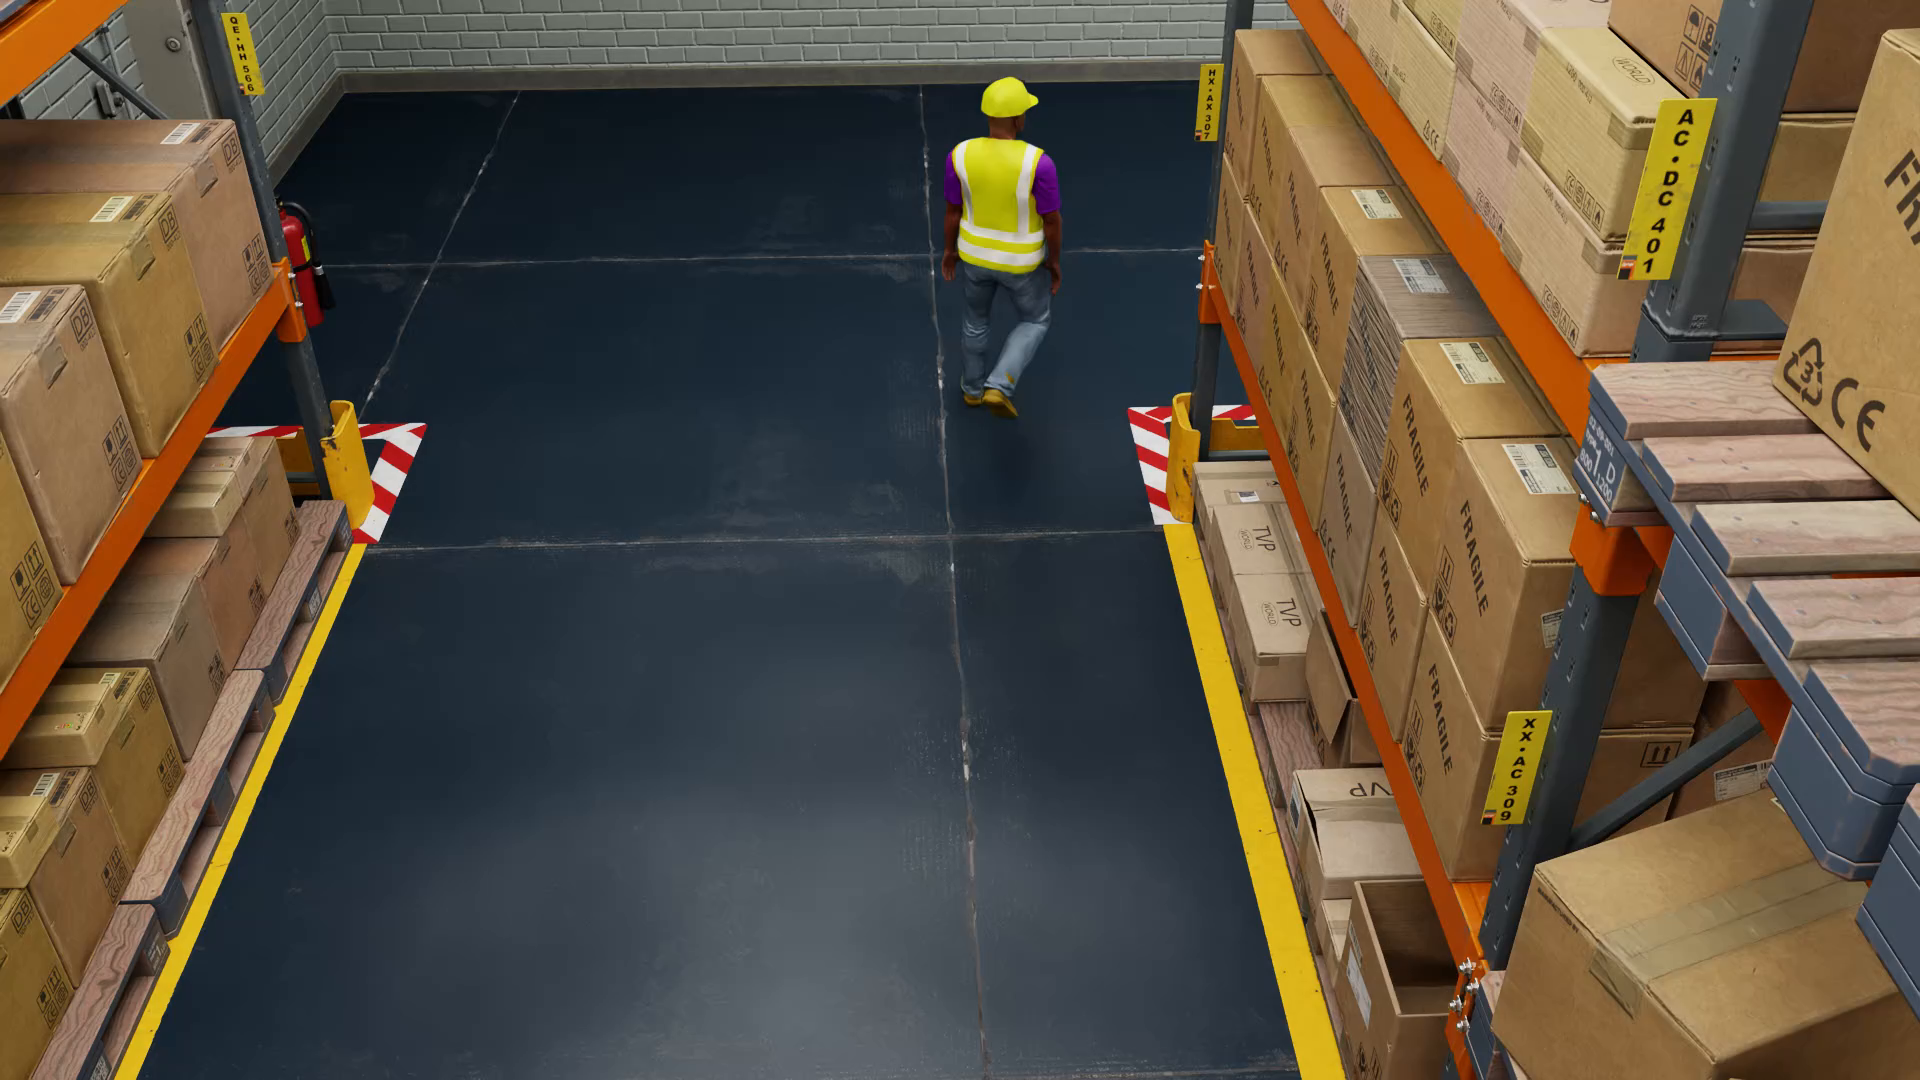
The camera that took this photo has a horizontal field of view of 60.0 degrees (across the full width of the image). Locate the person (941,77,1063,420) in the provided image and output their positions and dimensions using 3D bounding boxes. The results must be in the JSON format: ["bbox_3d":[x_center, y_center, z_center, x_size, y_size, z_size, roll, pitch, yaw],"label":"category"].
[{"bbox_3d":[0.195,-1.370,8.053,0.617,1.754,0.655,9,36,13],"label":"person"}]
